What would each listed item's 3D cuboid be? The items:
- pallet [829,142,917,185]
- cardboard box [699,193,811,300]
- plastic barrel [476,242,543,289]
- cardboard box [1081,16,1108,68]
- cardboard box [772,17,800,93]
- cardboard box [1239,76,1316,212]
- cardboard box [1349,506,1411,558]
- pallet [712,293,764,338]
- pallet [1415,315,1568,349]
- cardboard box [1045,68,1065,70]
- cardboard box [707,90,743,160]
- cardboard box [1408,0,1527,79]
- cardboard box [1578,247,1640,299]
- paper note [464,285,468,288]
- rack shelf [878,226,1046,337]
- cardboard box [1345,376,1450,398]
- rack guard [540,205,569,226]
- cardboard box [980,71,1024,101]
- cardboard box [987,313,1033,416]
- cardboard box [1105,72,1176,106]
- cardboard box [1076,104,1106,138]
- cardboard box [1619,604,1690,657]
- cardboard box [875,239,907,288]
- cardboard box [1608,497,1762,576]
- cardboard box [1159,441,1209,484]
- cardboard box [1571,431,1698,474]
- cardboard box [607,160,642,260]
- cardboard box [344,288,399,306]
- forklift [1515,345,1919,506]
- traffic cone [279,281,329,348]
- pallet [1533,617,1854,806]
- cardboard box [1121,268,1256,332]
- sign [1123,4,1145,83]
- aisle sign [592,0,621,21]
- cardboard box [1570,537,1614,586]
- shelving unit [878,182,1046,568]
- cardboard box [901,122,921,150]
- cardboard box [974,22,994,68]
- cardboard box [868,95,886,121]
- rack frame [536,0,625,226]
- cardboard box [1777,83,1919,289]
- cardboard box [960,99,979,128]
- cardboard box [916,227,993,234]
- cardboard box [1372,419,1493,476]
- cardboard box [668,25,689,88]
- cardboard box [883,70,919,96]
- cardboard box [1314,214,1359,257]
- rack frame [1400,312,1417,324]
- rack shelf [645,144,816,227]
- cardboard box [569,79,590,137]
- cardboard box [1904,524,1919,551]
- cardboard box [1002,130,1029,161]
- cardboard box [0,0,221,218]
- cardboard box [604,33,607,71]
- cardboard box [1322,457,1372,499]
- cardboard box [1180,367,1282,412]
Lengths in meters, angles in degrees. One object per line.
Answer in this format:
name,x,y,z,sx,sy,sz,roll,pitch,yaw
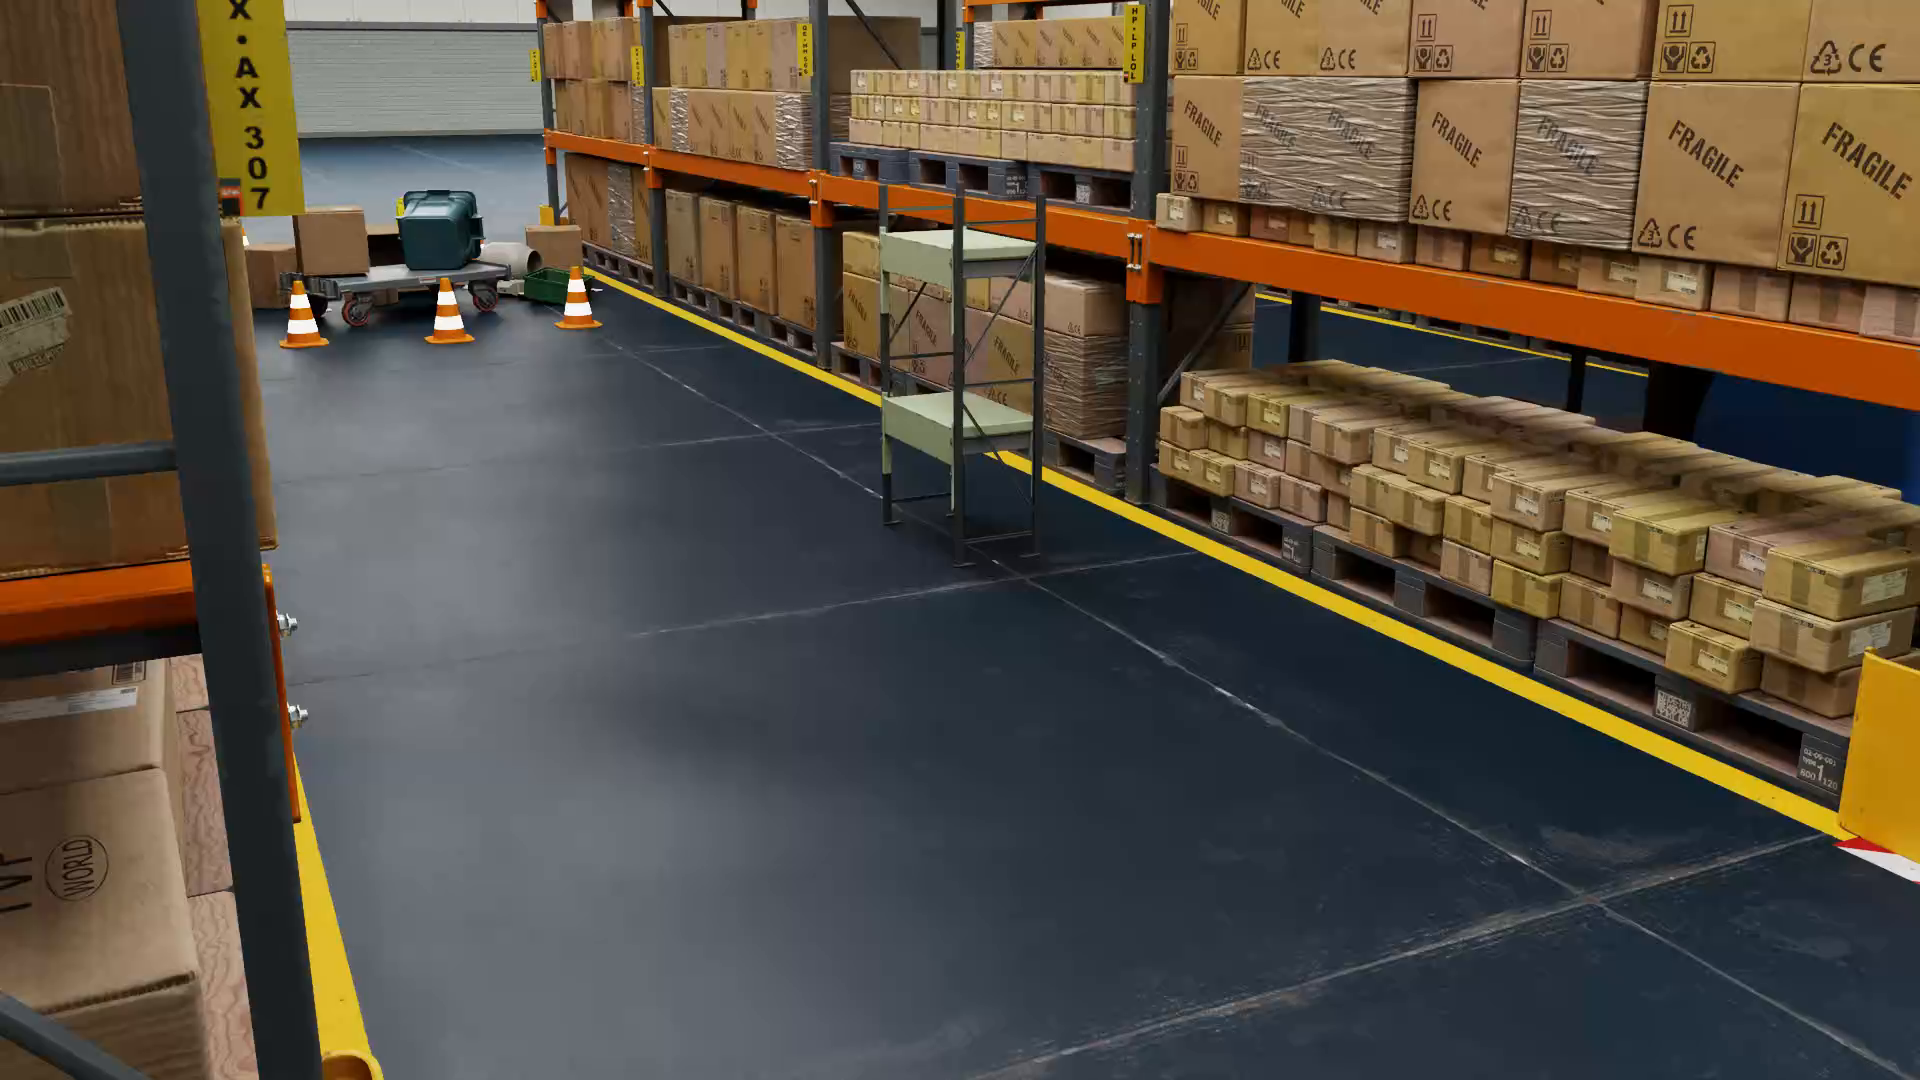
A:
pallet,-0.090,-2.405,10.542,1.213,0.211,1.003,-8,18,-25
cardboard box,-1.478,-2.391,13.461,1.050,0.750,0.750,-8,18,-25
plastic barrel,-4.126,-2.511,15.232,0.512,0.421,0.421,4,16,13
cardboard box,1.588,-5.101,17.055,0.500,0.500,0.500,-8,18,-25
cardboard box,-0.908,-3.428,11.763,0.700,0.500,0.500,-8,18,-26
cardboard box,1.468,-1.585,6.616,0.500,0.500,0.500,-8,18,-25
cardboard box,1.730,-0.055,6.411,0.380,0.149,0.250,-8,18,-26
pallet,-1.306,-1.828,13.236,1.003,0.211,1.213,-8,18,-25
pallet,4.283,-1.691,12.759,1.003,0.211,1.213,-8,18,-25
cardboard box,1.432,-4.906,18.190,0.875,0.500,0.500,-8,18,-25
cardboard box,-1.601,-3.163,12.653,0.500,0.500,0.500,-7,18,-24
cardboard box,1.890,-1.817,5.611,0.500,0.500,0.500,-8,18,-27
cardboard box,2.190,-0.859,5.263,0.380,0.149,0.250,-9,18,-27
paper note,-4.490,-2.338,15.356,0.172,0.023,0.155,-2,16,-6
rack shelf,-0.003,-1.098,6.942,0.431,0.370,0.720,-8,18,-25
cardboard box,1.907,-0.611,7.269,0.380,0.149,0.250,-8,18,-25
rack guard,-4.013,-3.449,18.364,1.175,0.500,0.348,-8,18,-25
cardboard box,0.333,-2.436,8.916,0.380,0.149,0.250,-9,18,-27
cardboard box,0.479,-0.950,8.894,0.500,0.500,0.500,-8,18,-26
cardboard box,0.903,-2.112,7.789,0.380,0.149,0.250,-7,17,-22
cardboard box,0.786,-2.033,8.053,0.380,0.149,0.250,-8,18,-25
cardboard box,2.347,0.258,5.320,0.380,0.149,0.250,-8,18,-25
cardboard box,-0.191,-1.696,10.134,0.500,0.250,0.500,-8,18,-26
cardboard box,2.261,-0.014,5.189,0.380,0.149,0.250,-8,18,-26
cardboard box,1.125,-0.372,7.515,0.380,0.149,0.250,-9,18,-27
cardboard box,2.488,-0.290,6.151,0.380,0.149,0.250,-7,18,-24
cardboard box,-2.861,-3.221,16.128,0.875,0.875,0.875,-8,18,-25
cardboard box,-5.083,-2.177,14.355,0.396,0.266,0.258,7,17,23
forklift,3.407,-1.565,7.390,1.130,2.935,3.031,-7,17,-22
traffic cone,-4.854,-1.672,12.239,0.336,0.463,0.334,-8,18,-25
pallet,2.649,0.438,5.341,1.003,0.211,1.213,-8,18,-25
cardboard box,1.168,-1.245,8.563,0.500,0.250,0.500,-9,18,-27
sign,0.757,-2.158,7.233,0.100,0.325,0.005,-8,18,-25
aisle sign,-3.764,-5.948,17.828,0.394,0.787,0.004,-8,18,-25
cardboard box,2.265,0.044,5.528,0.380,0.149,0.250,-8,18,-26
shelving unit,-0.003,-0.723,7.050,0.431,1.500,0.755,-8,18,-25
cardboard box,-0.128,-2.407,9.894,0.380,0.149,0.250,-7,17,-22
cardboard box,0.496,-5.721,19.217,0.500,0.500,0.500,-8,18,-25
cardboard box,-0.346,-2.674,10.286,0.380,0.149,0.250,-7,17,-22
rack frame,-4.003,-4.645,17.998,1.000,3.000,0.127,-8,18,-25
cardboard box,2.579,-0.949,4.399,0.500,0.500,0.500,-7,18,-24
cardboard box,0.221,-2.356,9.176,0.380,0.149,0.250,-7,17,-23
cardboard box,0.037,-1.884,10.789,0.500,0.250,0.500,-8,18,-26
cardboard box,1.808,-0.352,6.367,0.380,0.149,0.250,-8,18,-27
cardboard box,-2.027,-4.059,13.964,0.700,0.500,0.500,-8,18,-26
cardboard box,-0.246,-2.763,10.055,0.380,0.149,0.250,-8,18,-25
cardboard box,1.594,-1.185,6.399,0.380,0.149,0.250,-7,18,-24
rack frame,4.005,-3.235,13.087,1.000,3.000,0.127,-8,18,-25
rack shelf,-1.374,-2.811,12.913,1.077,0.370,4.000,-8,18,-25
cardboard box,-3.406,-4.343,16.673,0.875,0.550,0.550,-8,18,-25
cardboard box,3.083,0.034,5.023,0.380,0.149,0.250,-9,18,-27
cardboard box,0.444,-2.082,8.761,0.380,0.149,0.250,-9,18,-27
cardboard box,-1.353,-0.736,2.385,0.500,0.500,0.500,-8,18,-26
cardboard box,-2.839,-4.613,15.657,0.875,0.550,0.550,-8,18,-25
cardboard box,1.671,-0.269,6.618,0.380,0.149,0.250,-7,17,-22
cardboard box,1.219,-0.676,7.498,0.380,0.149,0.250,-7,17,-23
